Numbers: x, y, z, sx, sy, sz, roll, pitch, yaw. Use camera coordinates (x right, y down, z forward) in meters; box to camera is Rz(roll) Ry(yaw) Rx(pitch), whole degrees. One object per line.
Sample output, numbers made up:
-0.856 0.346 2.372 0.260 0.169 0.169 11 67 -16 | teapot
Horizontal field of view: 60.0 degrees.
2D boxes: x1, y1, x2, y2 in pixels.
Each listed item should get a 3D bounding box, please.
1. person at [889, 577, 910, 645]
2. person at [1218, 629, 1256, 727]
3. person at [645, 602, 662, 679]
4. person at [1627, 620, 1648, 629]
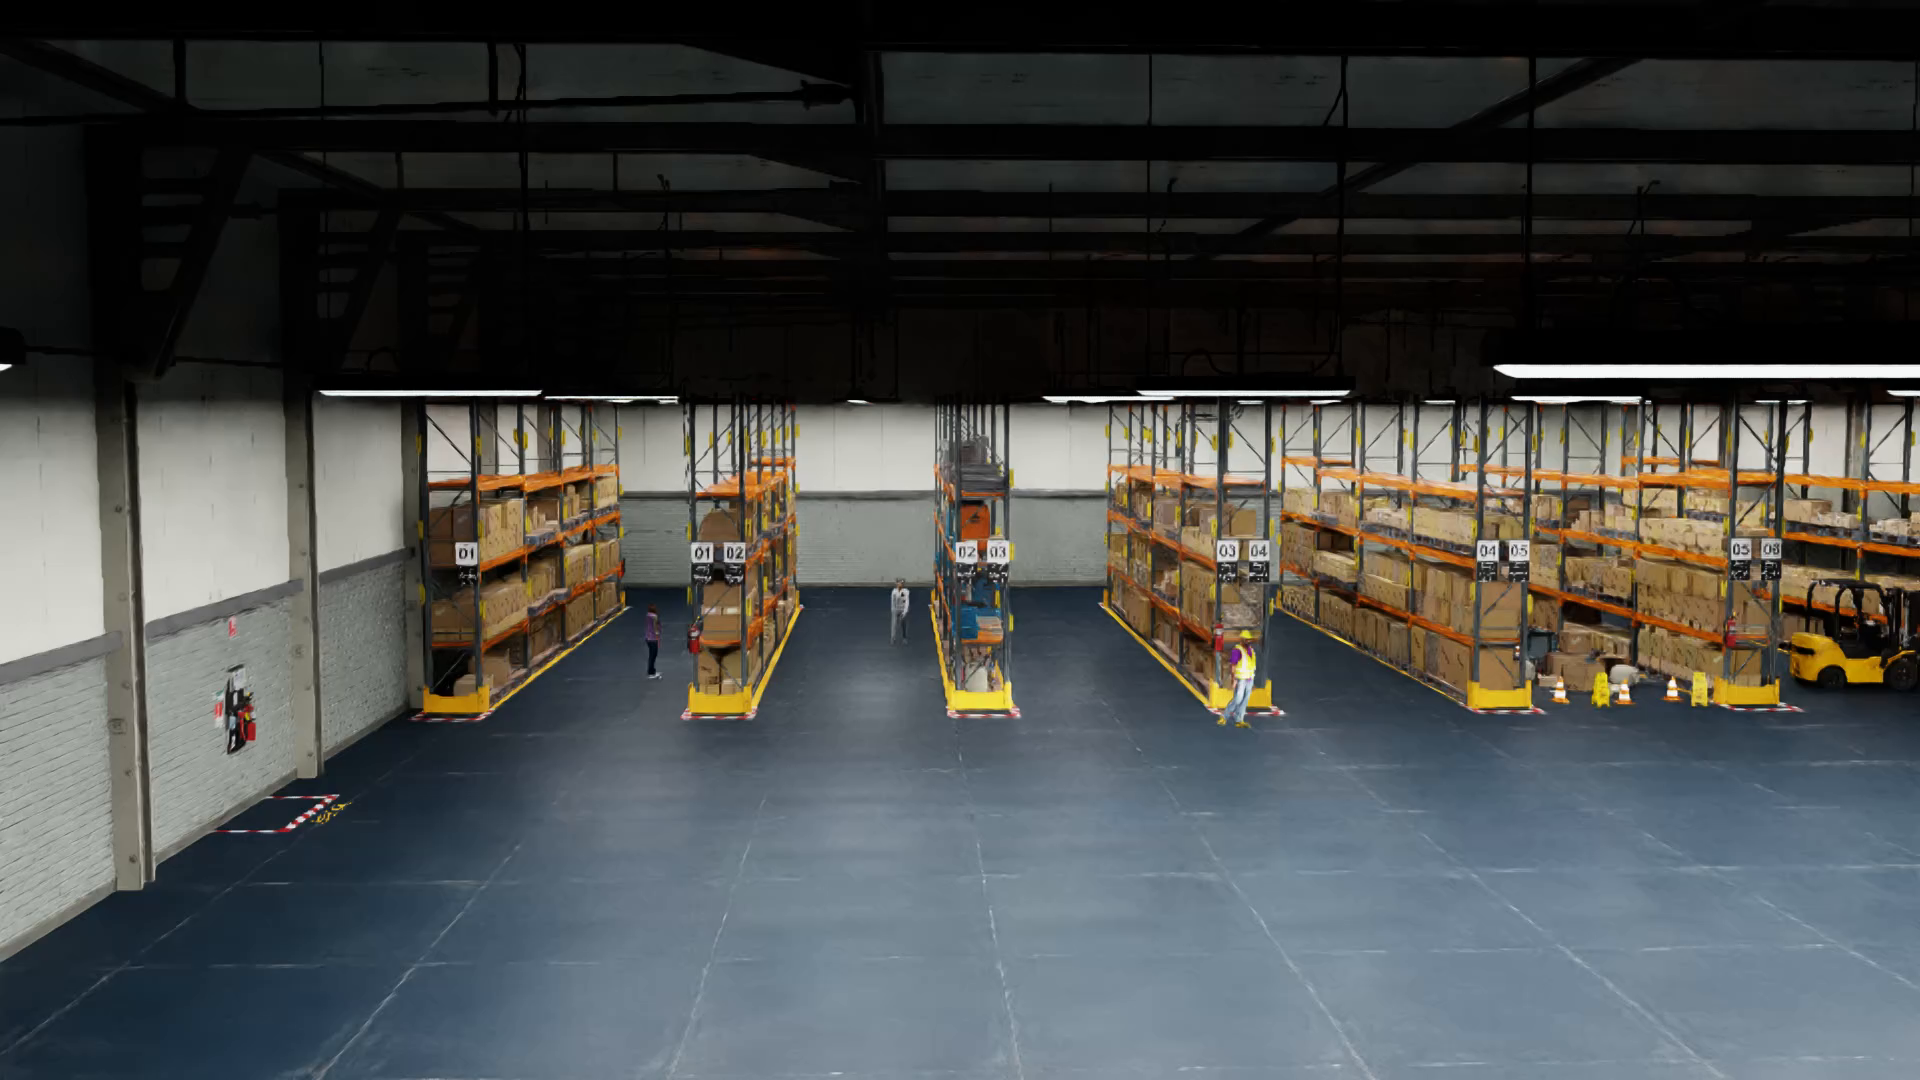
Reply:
-1.438 1.690 40.032 0.482 1.621 0.989 1 5 6 | person
4.962 2.463 29.654 0.725 1.757 0.527 -4 6 -41 | person
-6.444 2.106 35.043 0.401 1.598 0.465 -3 6 -34 | person
17.512 1.470 42.795 0.581 1.626 0.641 2 5 22 | person
